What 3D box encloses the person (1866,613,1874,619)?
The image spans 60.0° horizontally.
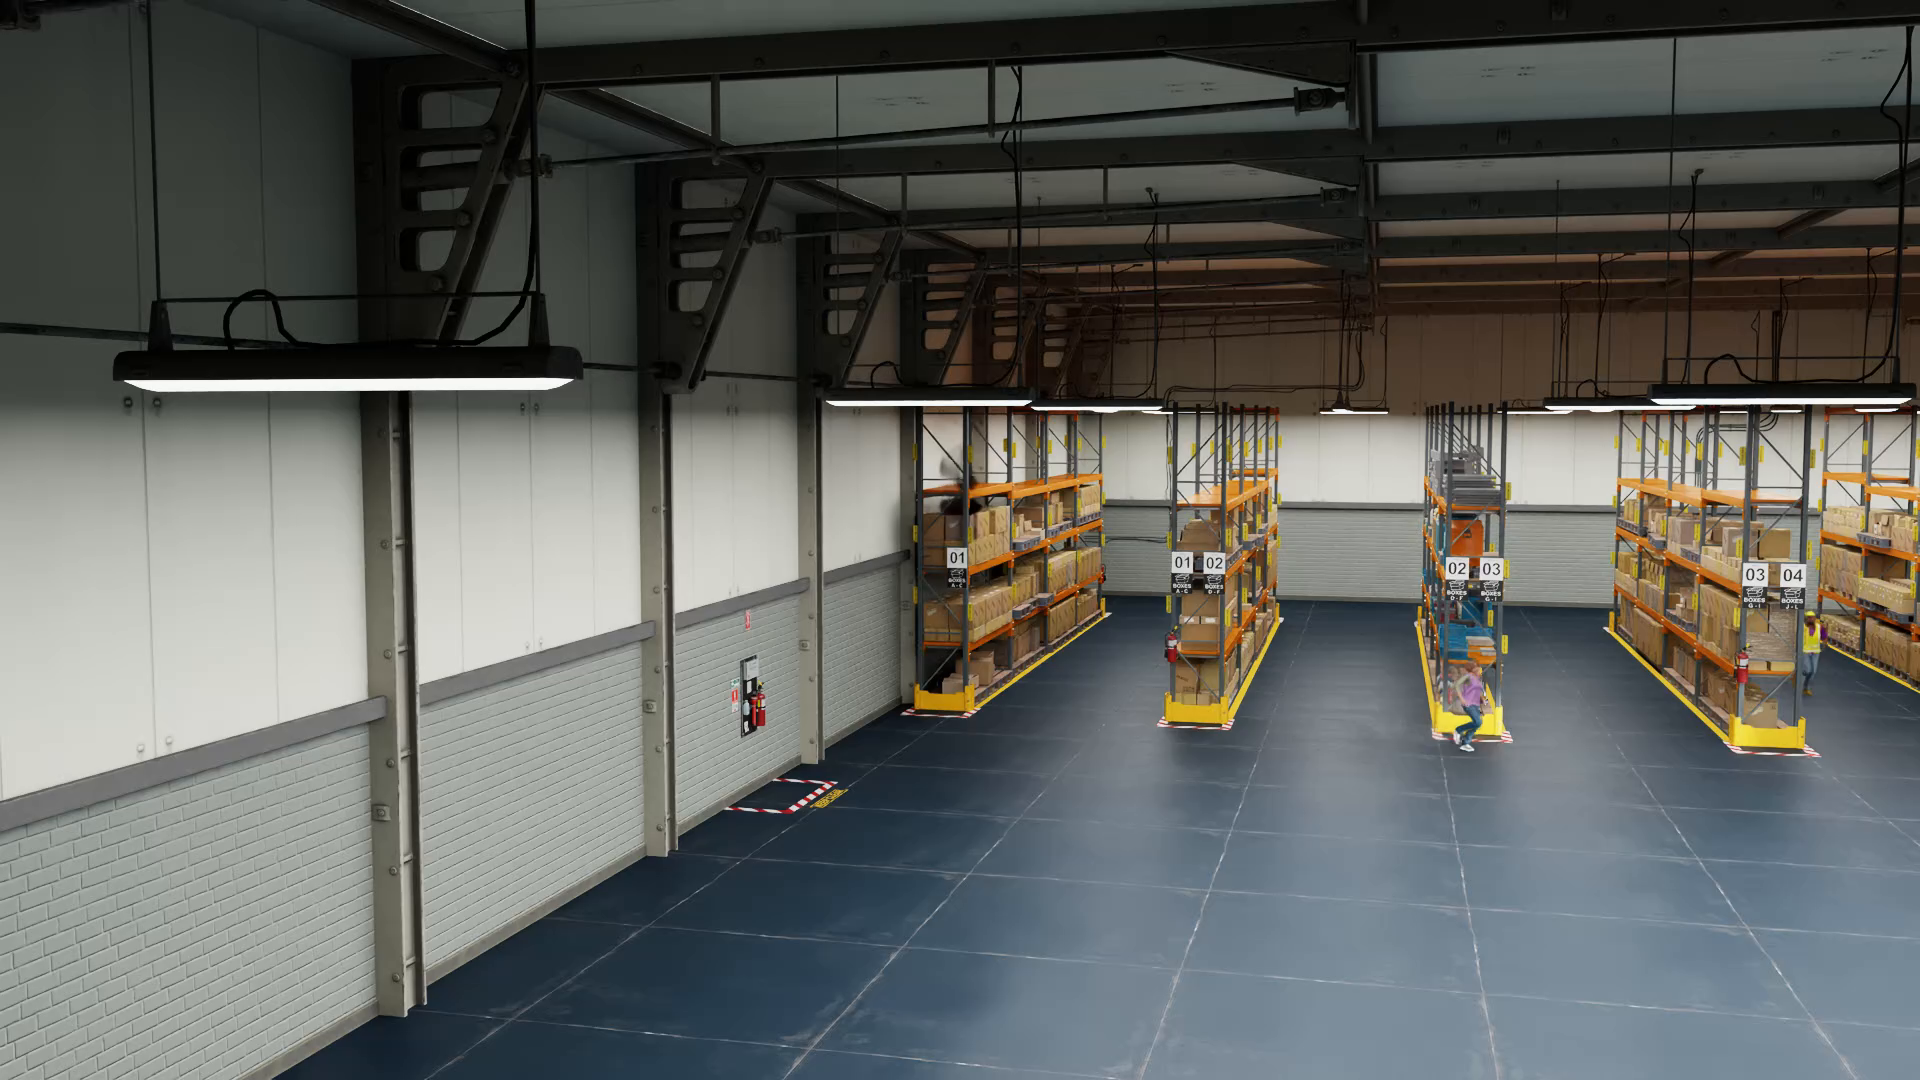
[{"bbox_3d":[24.429,1.590,44.719,0.545,1.675,0.657,-1,4,-18],"label":"person"}]

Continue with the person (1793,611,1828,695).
[{"bbox_3d":[17.549,2.329,34.326,0.686,1.731,0.617,1,4,9],"label":"person"}]

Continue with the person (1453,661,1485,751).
[{"bbox_3d":[8.802,2.854,28.631,0.493,1.526,0.590,4,6,42],"label":"person"}]
